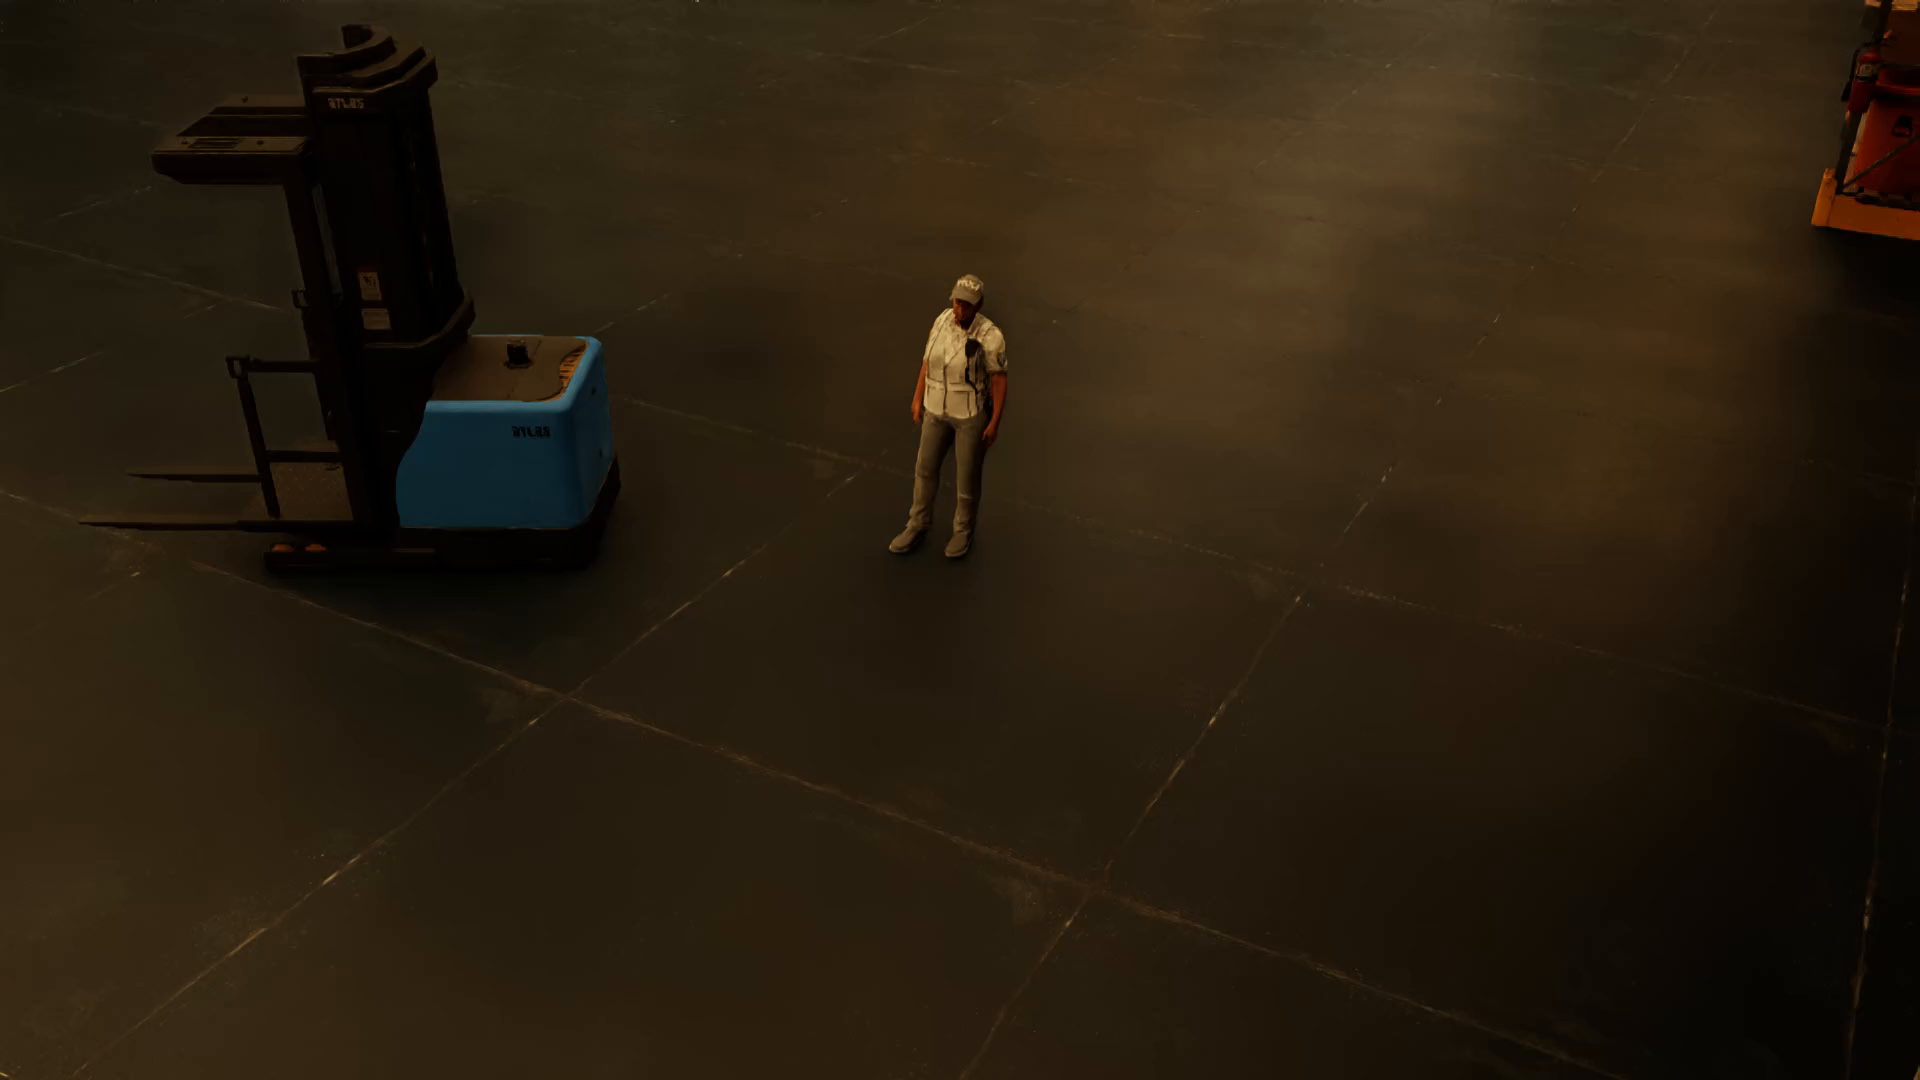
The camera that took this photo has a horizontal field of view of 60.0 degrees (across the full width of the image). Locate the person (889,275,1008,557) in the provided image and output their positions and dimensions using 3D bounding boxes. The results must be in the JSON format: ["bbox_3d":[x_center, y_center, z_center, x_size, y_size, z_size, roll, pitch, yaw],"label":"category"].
[{"bbox_3d":[-0.057,-0.700,9.534,0.598,1.669,0.529,15,33,25],"label":"person"}]

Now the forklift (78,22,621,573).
[{"bbox_3d":[-3.651,-1.340,9.393,3.031,2.935,1.130,0,30,1],"label":"forklift"}]
